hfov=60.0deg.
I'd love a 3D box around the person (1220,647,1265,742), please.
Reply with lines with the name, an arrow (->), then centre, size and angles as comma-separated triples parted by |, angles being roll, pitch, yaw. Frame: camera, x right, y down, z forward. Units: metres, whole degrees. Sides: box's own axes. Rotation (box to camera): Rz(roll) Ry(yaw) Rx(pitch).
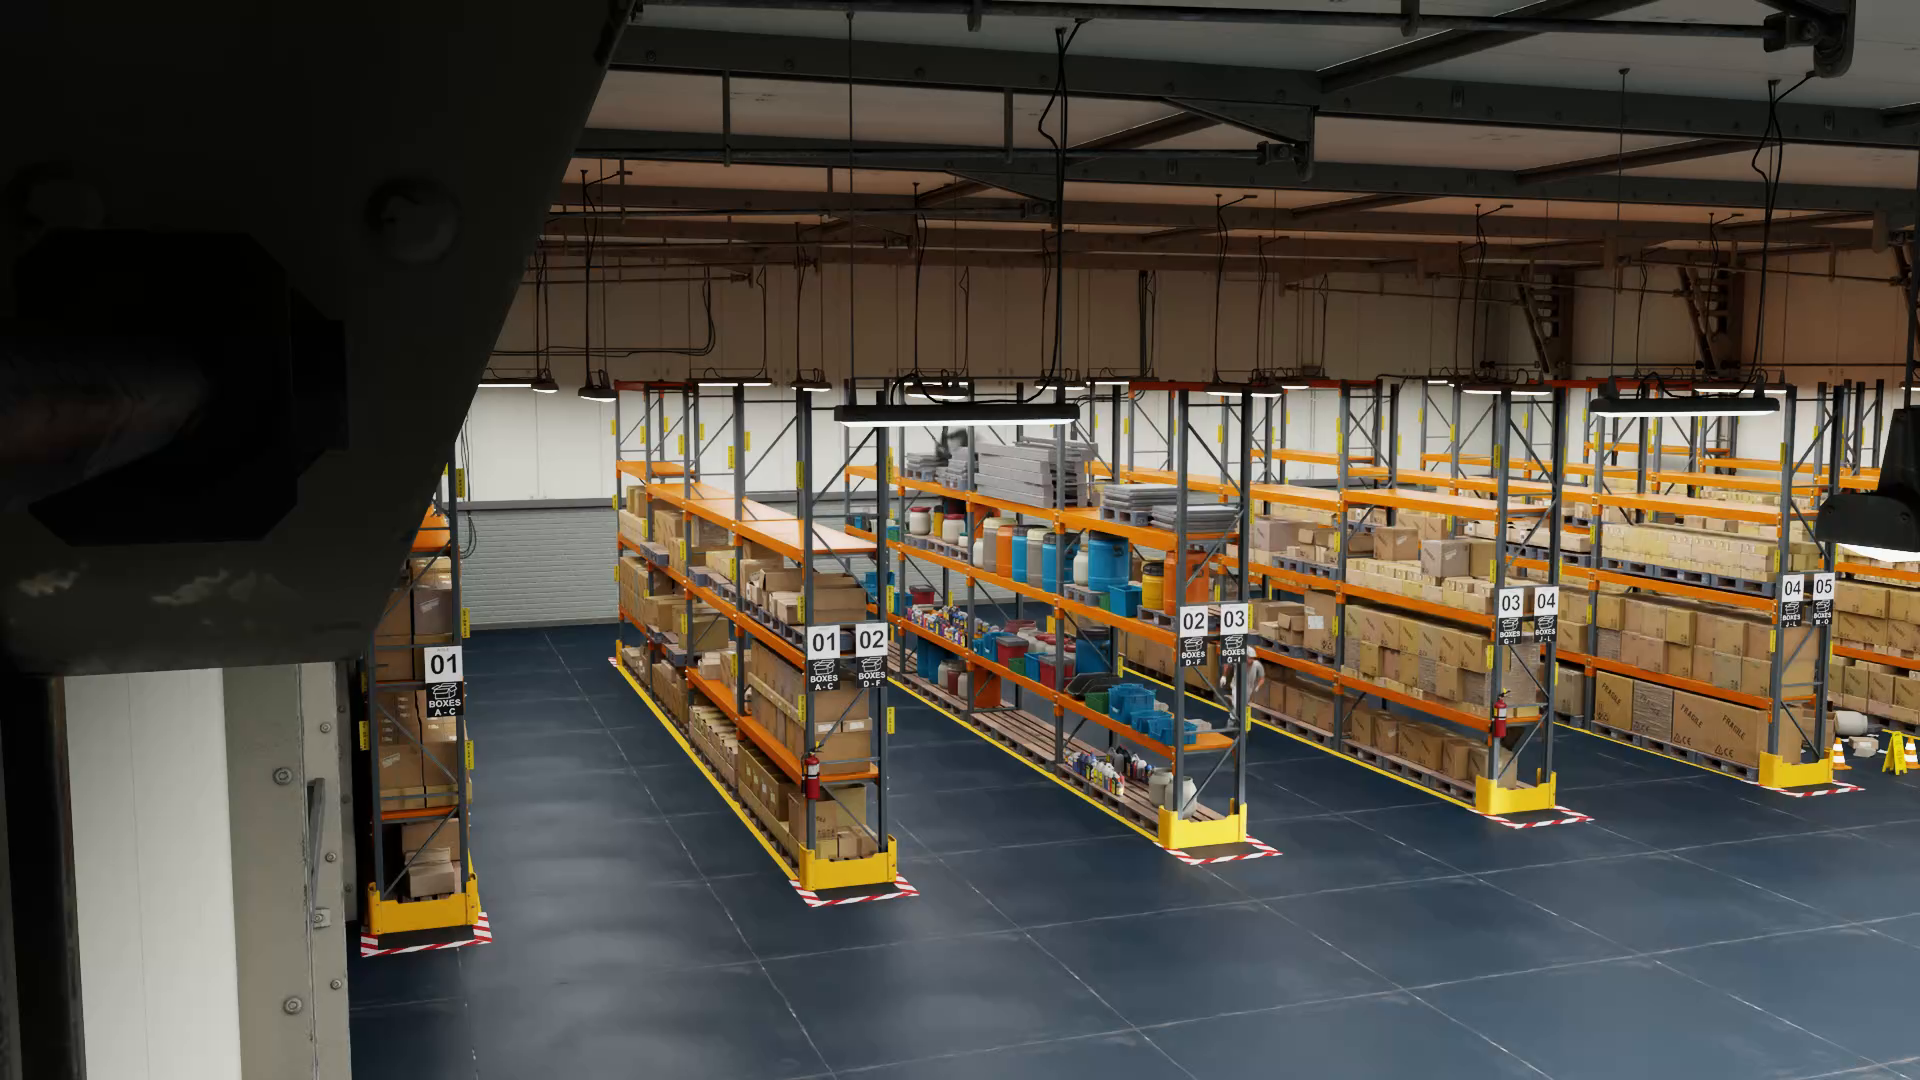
person -> 4.754, 2.542, 28.085 | 0.697, 1.603, 1.095 | 0, 6, -4

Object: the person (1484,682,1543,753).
person -> 8.766, 2.686, 26.468 | 0.932, 1.740, 0.619 | 2, 6, 20
